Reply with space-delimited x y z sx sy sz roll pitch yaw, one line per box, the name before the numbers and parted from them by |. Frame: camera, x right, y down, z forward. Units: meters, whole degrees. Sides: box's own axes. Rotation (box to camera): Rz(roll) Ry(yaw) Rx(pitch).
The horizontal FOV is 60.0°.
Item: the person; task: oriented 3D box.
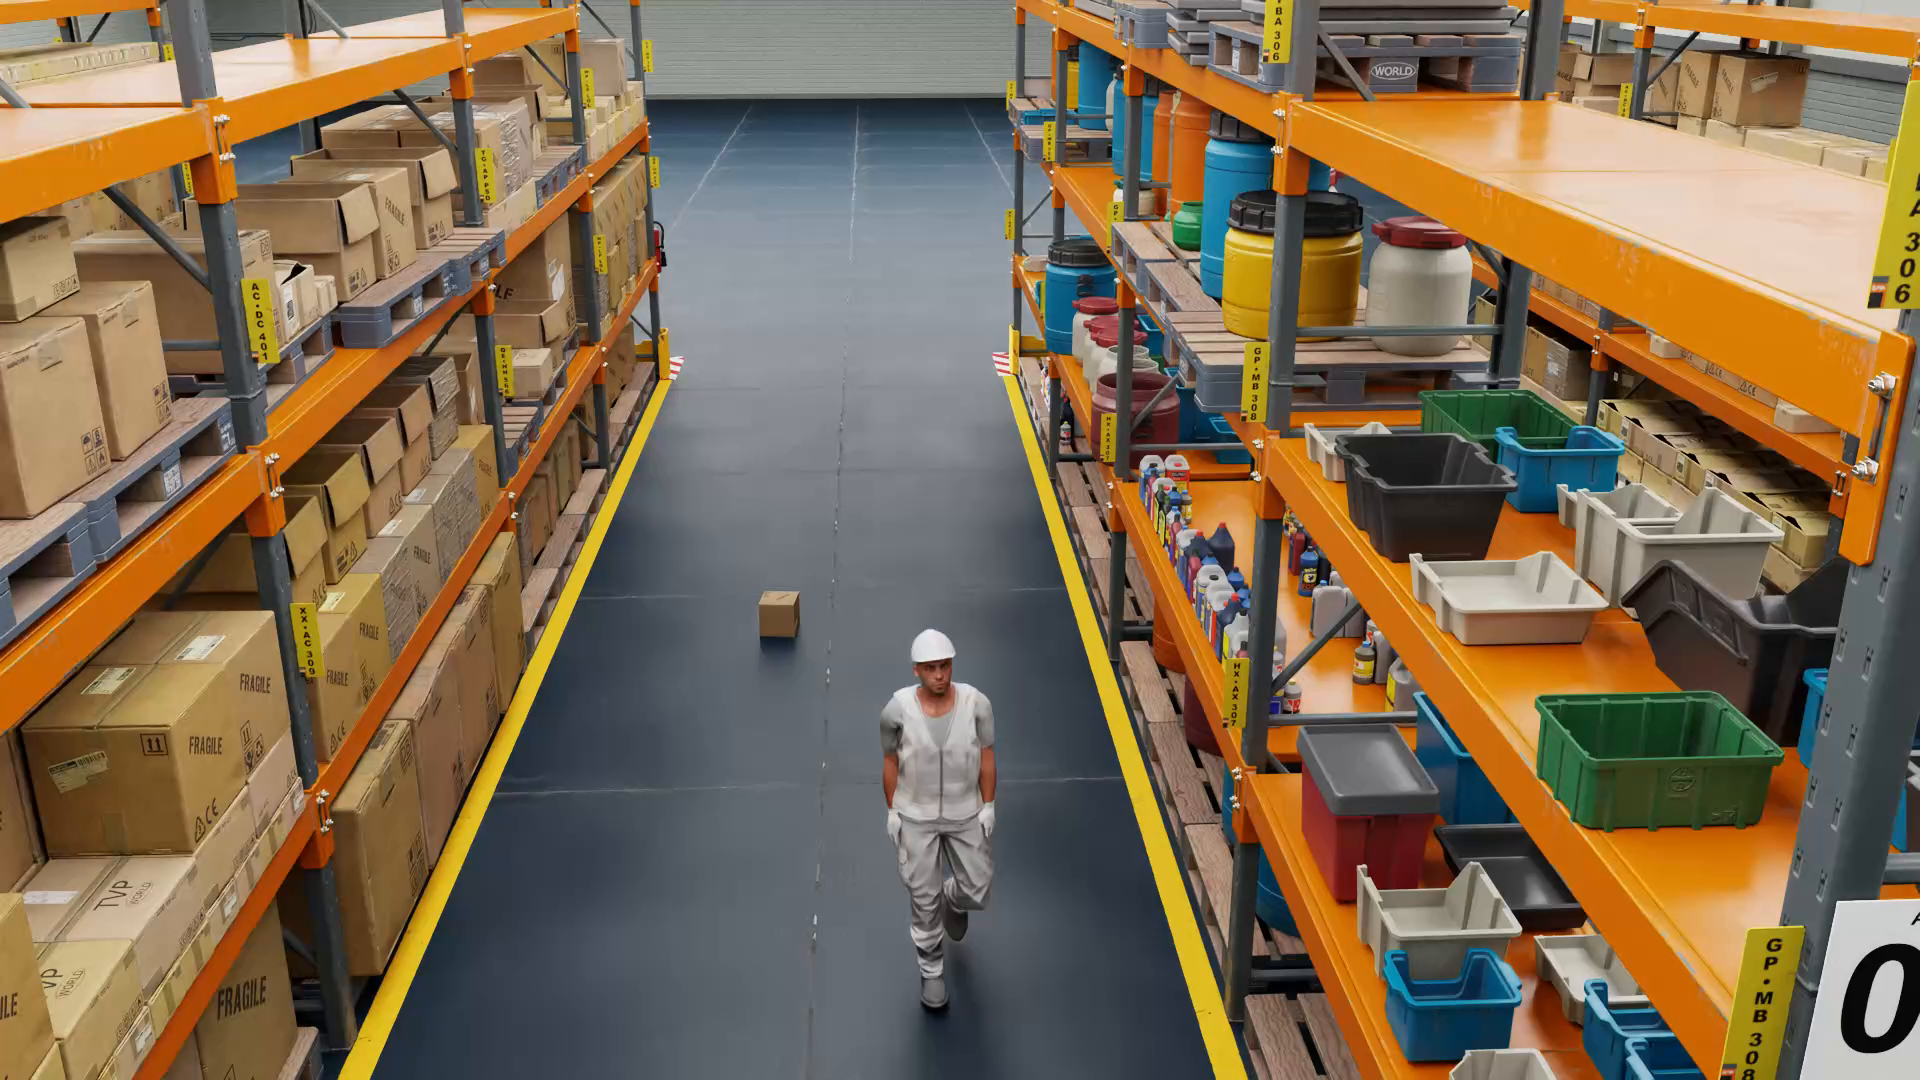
person | -0.097 1.233 7.633 0.531 1.777 0.634 -3 20 -7
